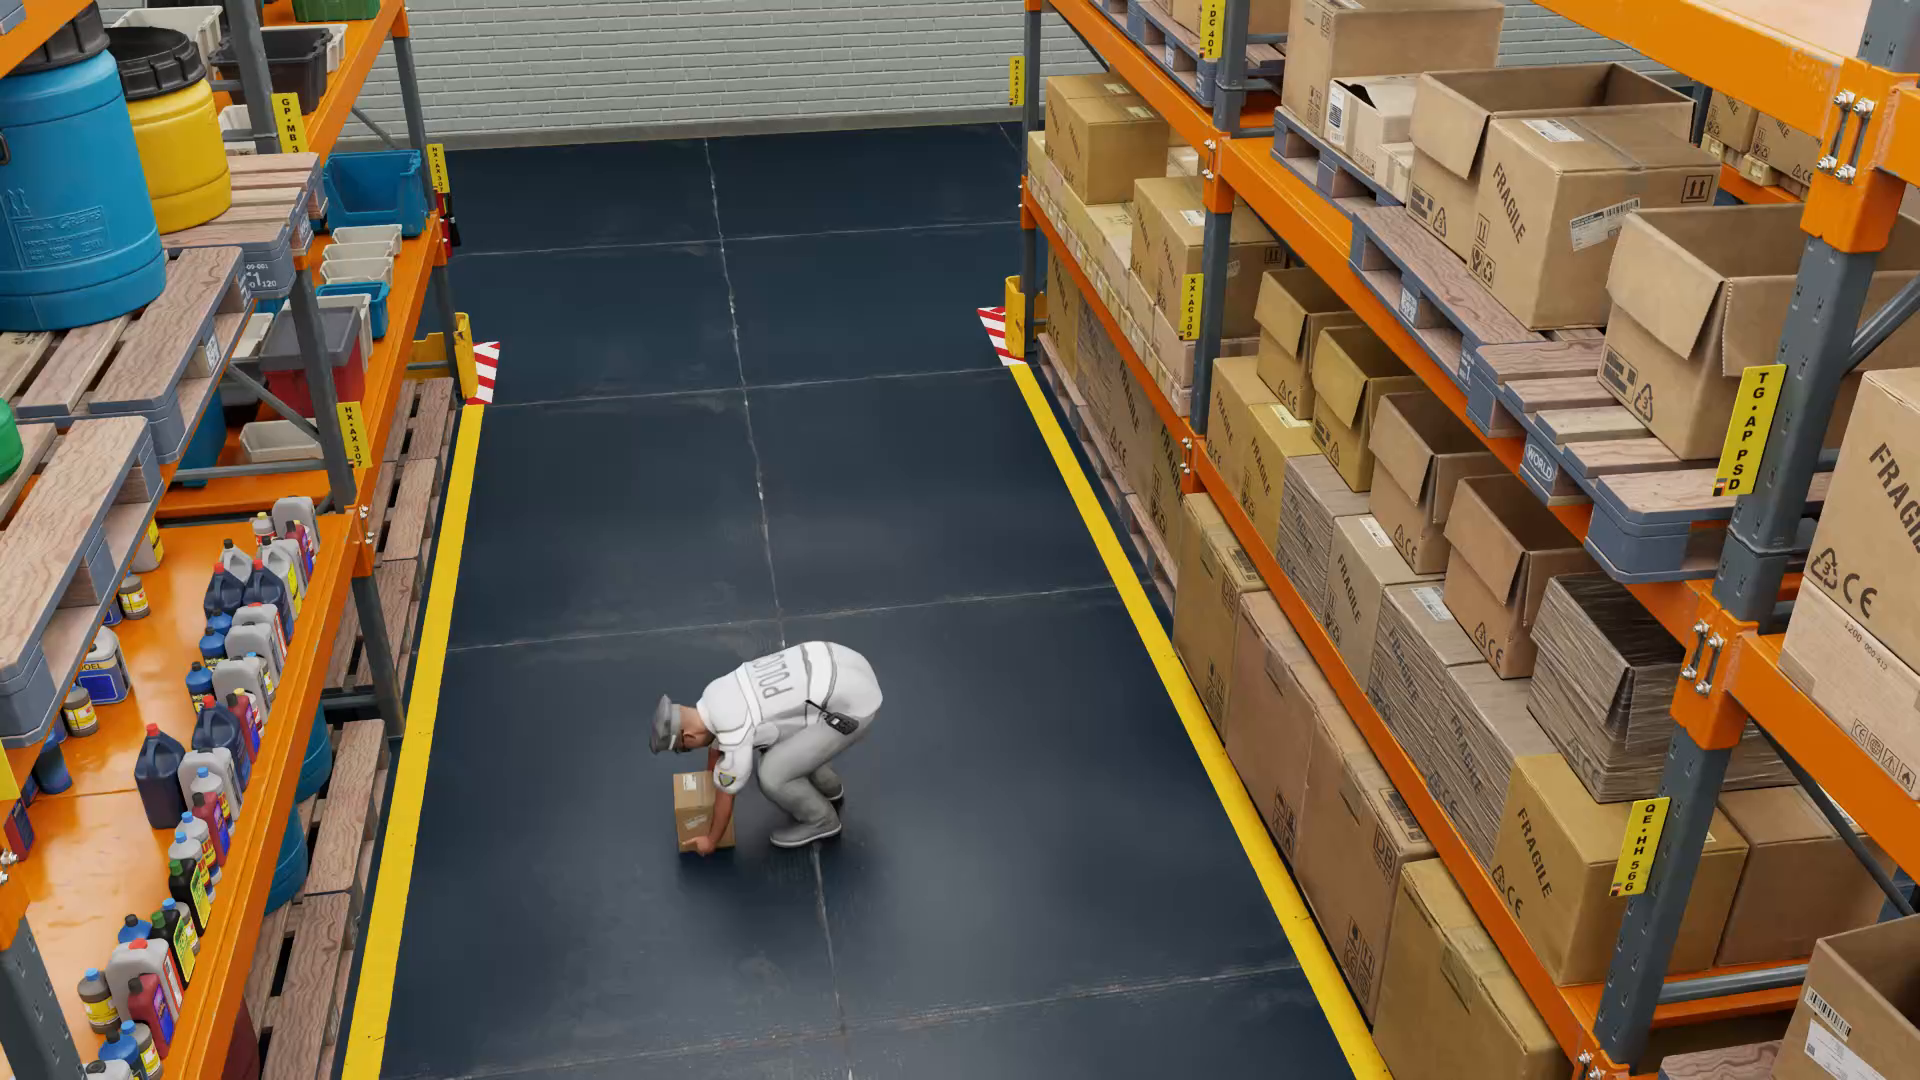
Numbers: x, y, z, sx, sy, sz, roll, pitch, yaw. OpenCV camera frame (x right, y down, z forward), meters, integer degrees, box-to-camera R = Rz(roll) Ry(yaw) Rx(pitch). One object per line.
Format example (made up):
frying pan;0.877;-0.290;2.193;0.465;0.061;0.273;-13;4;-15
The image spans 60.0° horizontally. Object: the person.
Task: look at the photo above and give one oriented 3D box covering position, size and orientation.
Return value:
person;-0.858;0.923;7.417;1.027;0.913;0.529;-7;31;-11
